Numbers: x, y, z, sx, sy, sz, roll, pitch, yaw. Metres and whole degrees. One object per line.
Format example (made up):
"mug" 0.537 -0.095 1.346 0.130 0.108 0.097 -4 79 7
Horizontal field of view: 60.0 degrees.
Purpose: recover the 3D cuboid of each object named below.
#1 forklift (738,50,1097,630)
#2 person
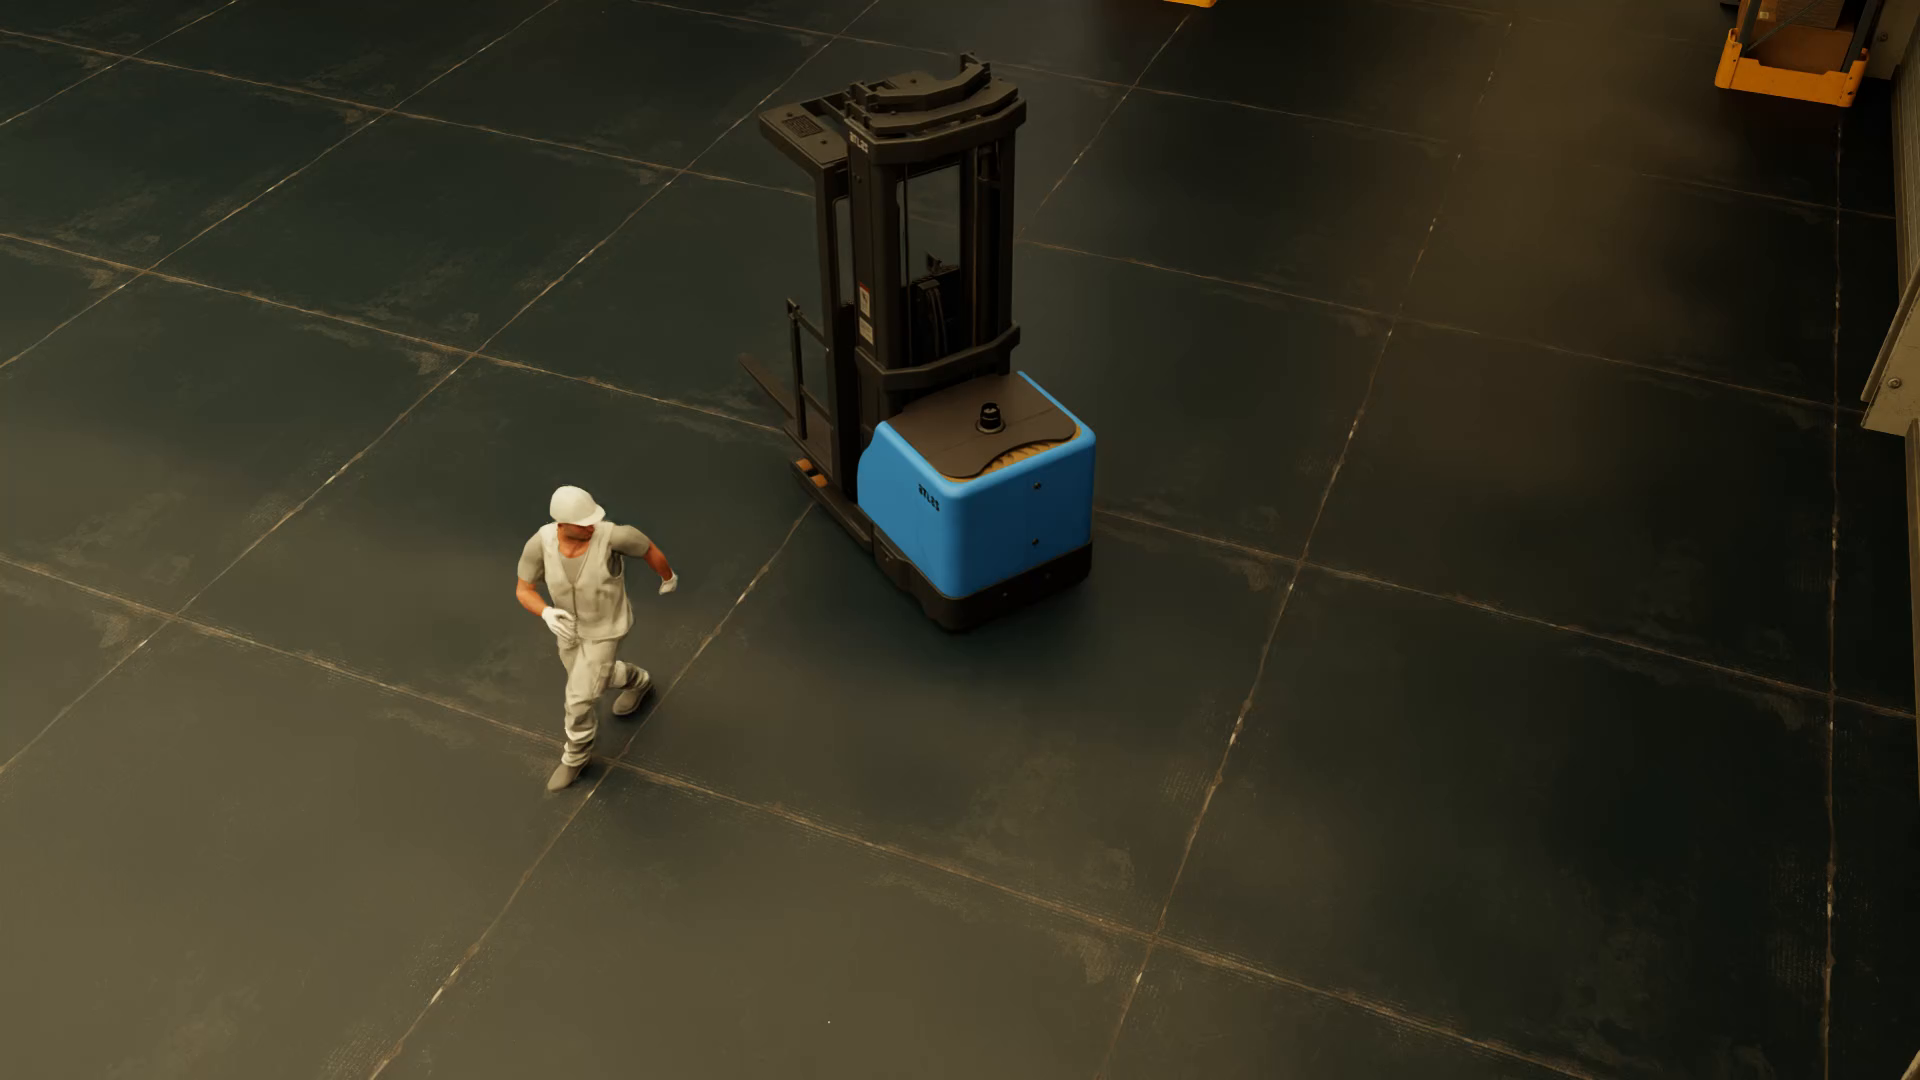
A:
"forklift" -0.433 -1.523 9.826 1.130 2.935 3.031 -22 45 -24
"person" -1.892 0.421 8.490 0.558 1.708 0.969 17 43 19
